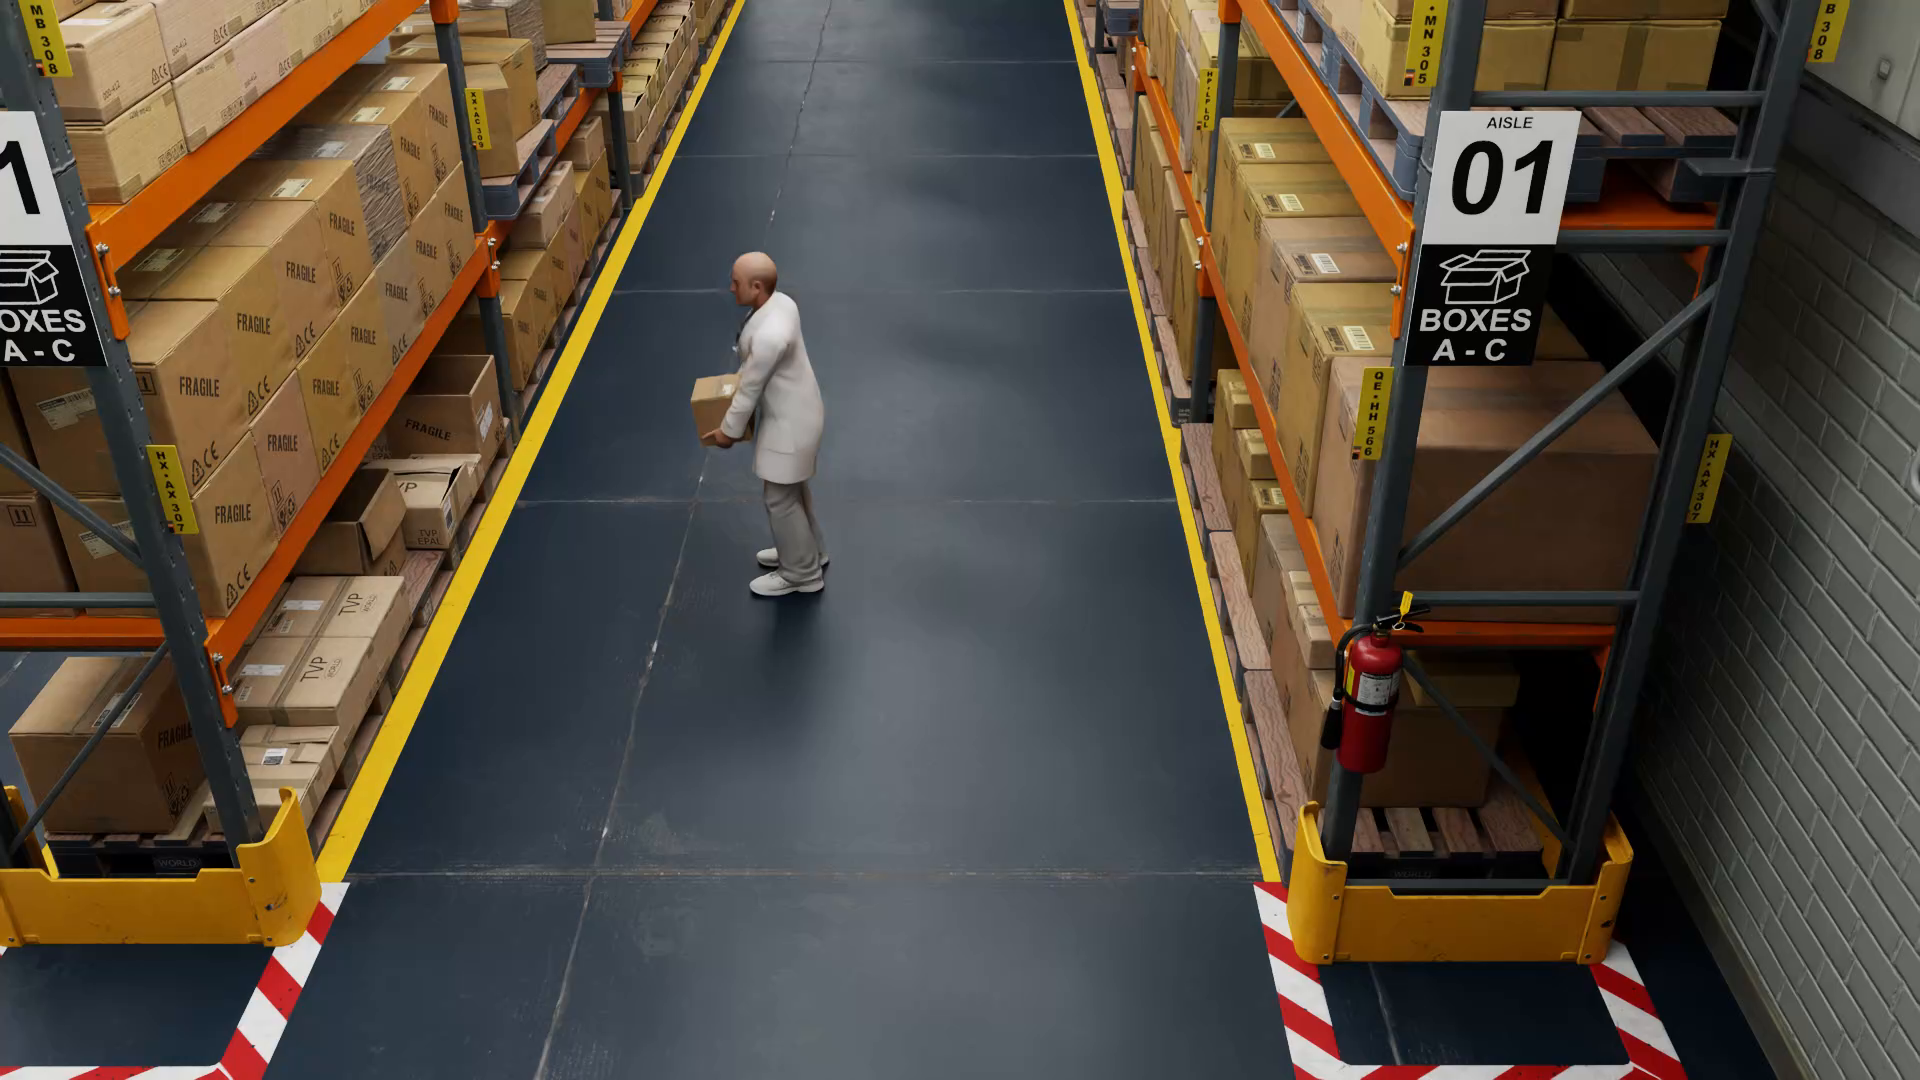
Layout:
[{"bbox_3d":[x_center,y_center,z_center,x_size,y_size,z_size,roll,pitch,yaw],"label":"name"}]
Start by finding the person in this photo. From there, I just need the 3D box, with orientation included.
[{"bbox_3d":[-0.952,-0.569,8.105,0.584,1.770,0.528,-1,31,-1],"label":"person"}]
